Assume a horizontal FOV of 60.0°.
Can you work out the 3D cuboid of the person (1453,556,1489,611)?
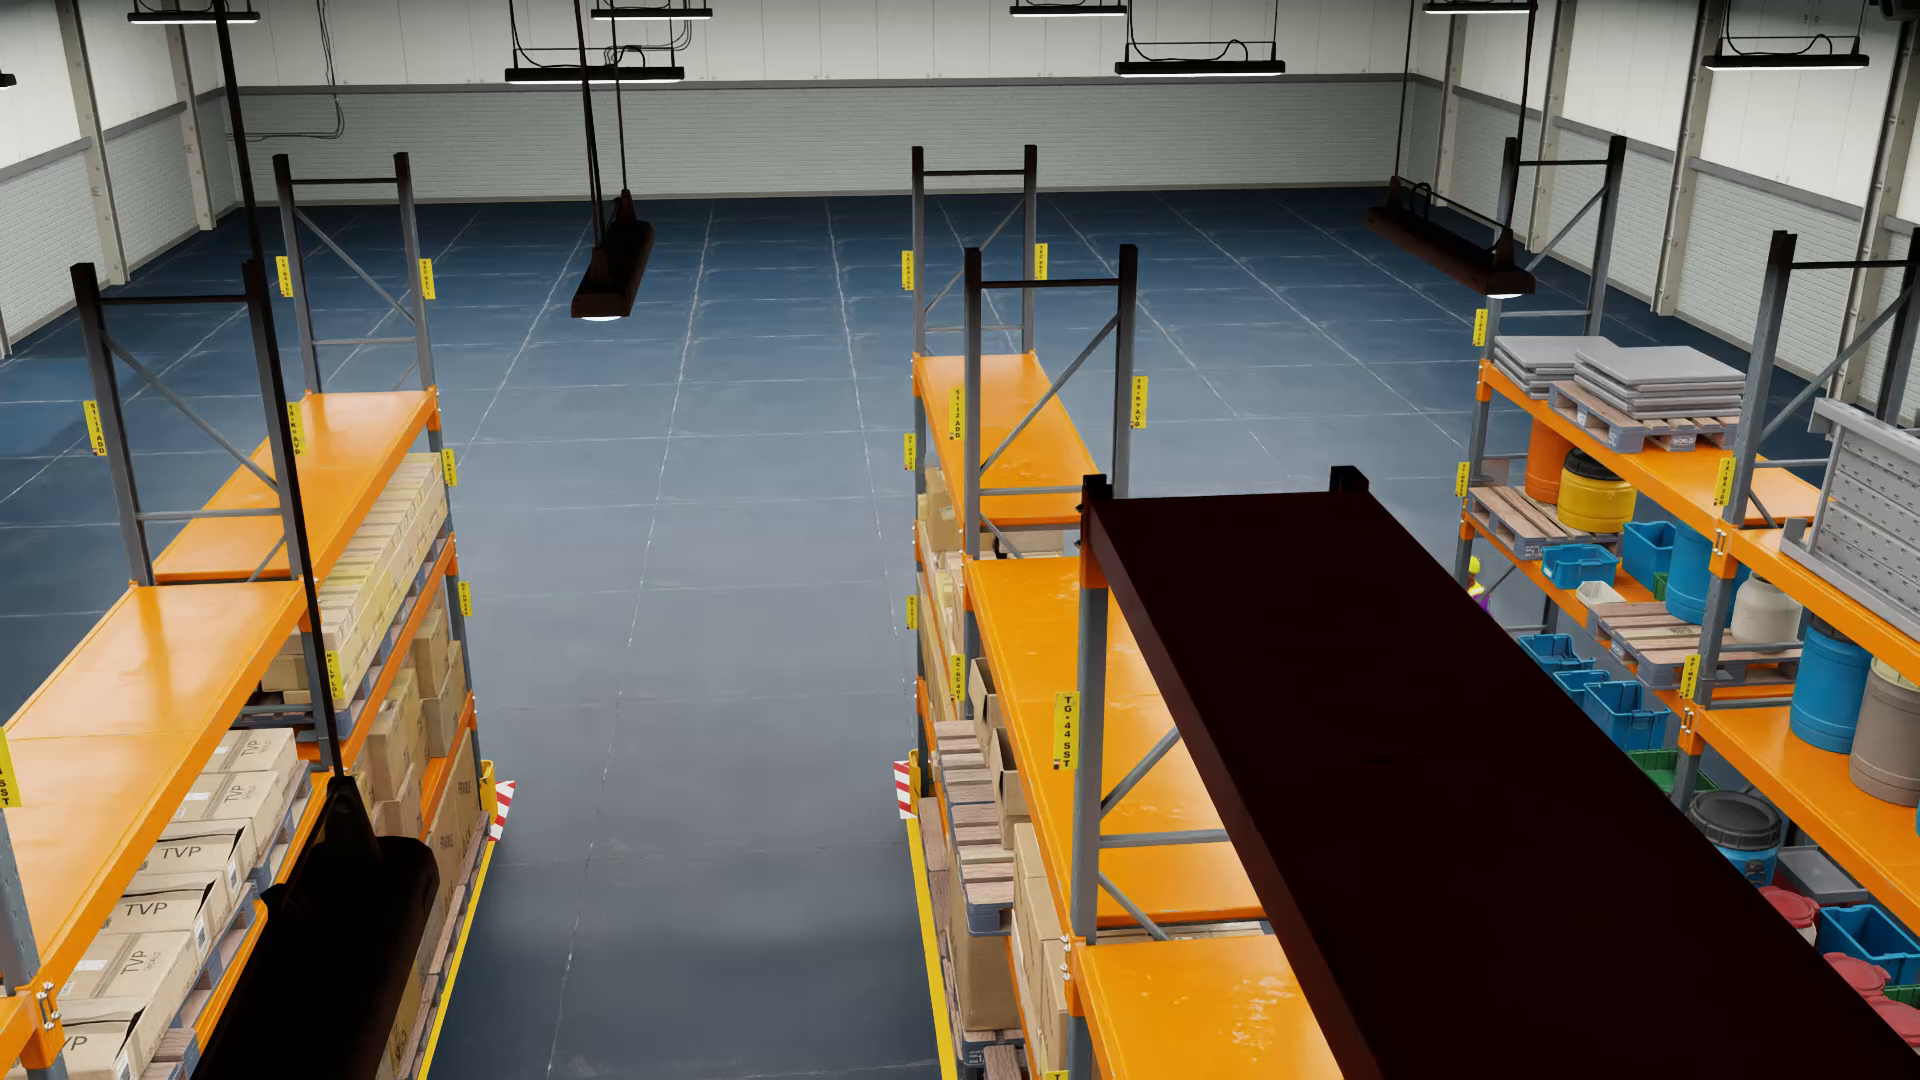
[{"bbox_3d":[5.045,0.964,16.814,1.014,1.700,0.610,-7,23,-17],"label":"person"}]
